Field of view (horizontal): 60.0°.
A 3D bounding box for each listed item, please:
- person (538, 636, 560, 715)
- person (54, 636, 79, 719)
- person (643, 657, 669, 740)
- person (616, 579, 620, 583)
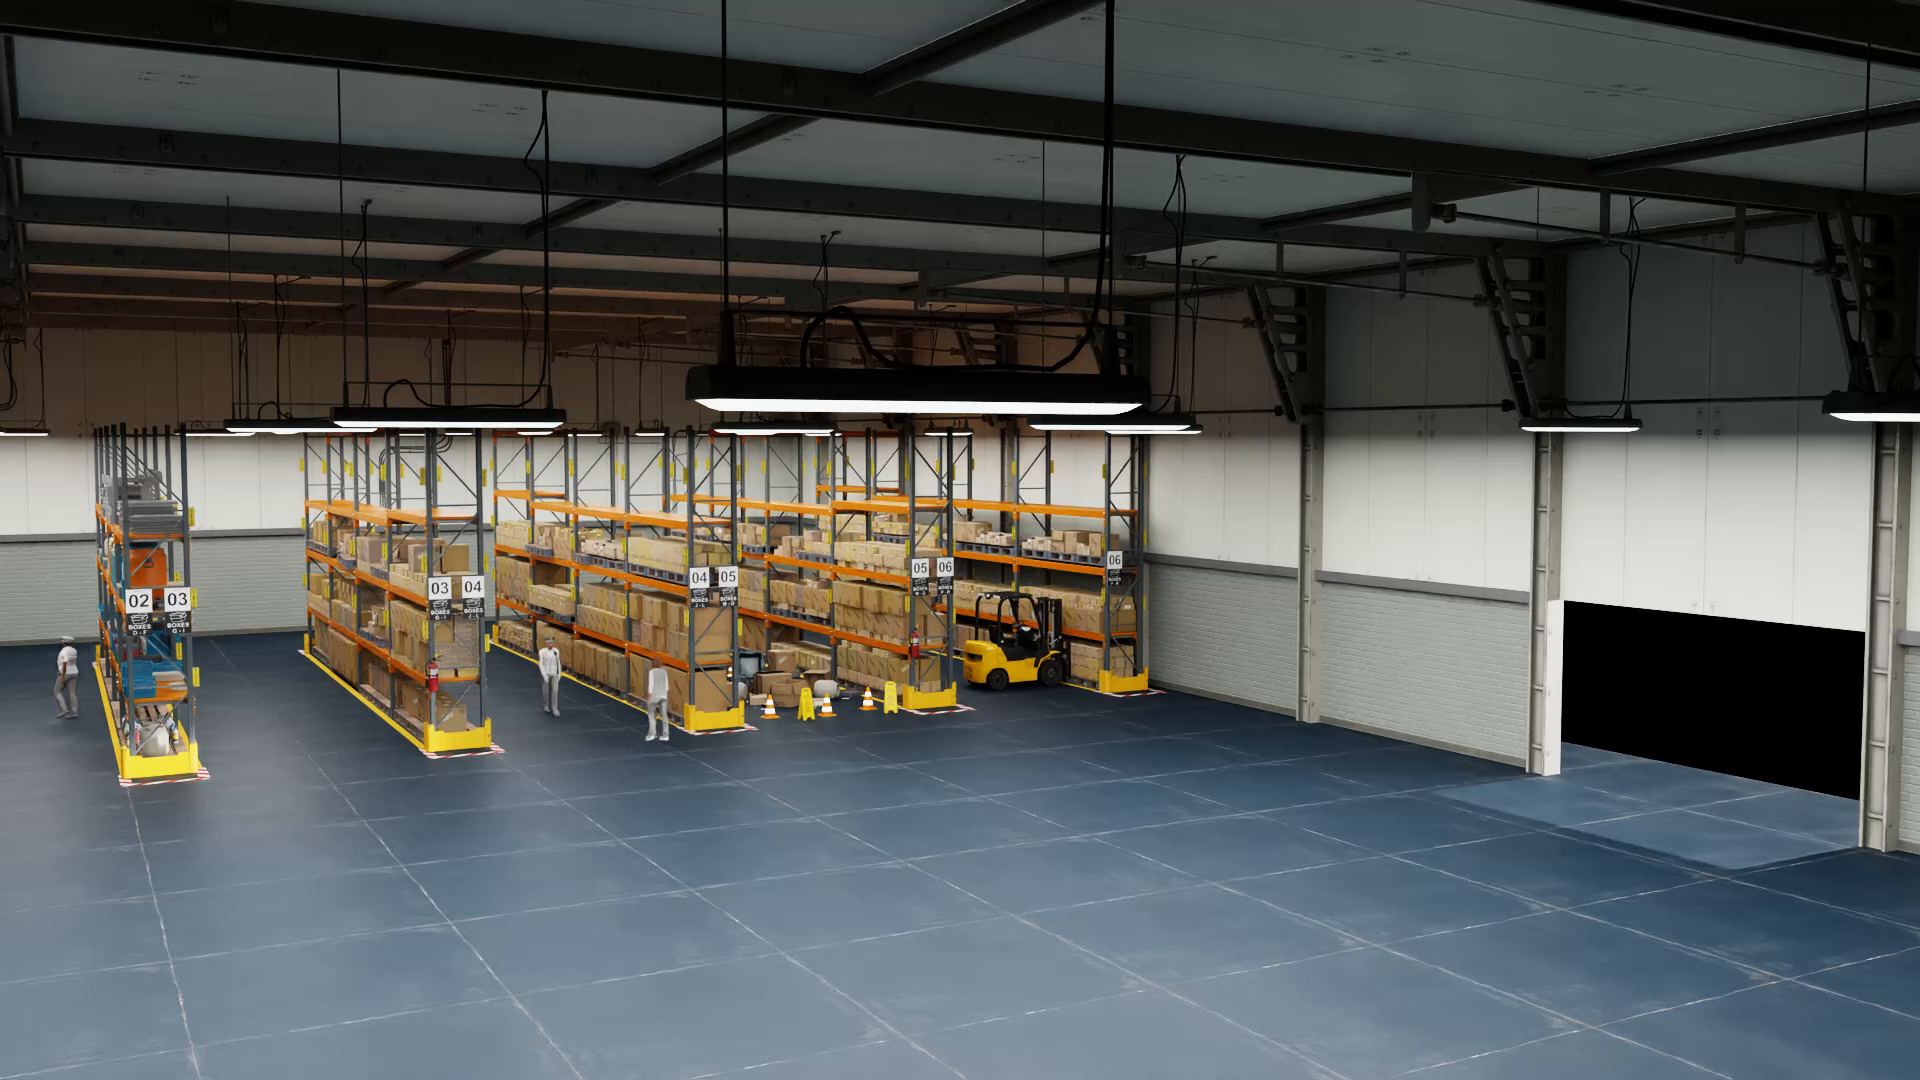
[{"bbox_3d":[-8.522,2.807,34.604,0.482,1.607,0.956,-2,4,-24],"label":"person"},{"bbox_3d":[-18.335,2.823,34.184,0.495,1.660,0.527,1,4,18],"label":"person"},{"bbox_3d":[-5.725,3.039,31.584,0.472,1.604,0.615,-3,5,-43],"label":"person"},{"bbox_3d":[-9.894,1.977,48.035,0.792,1.713,0.605,-1,4,-17],"label":"person"}]
